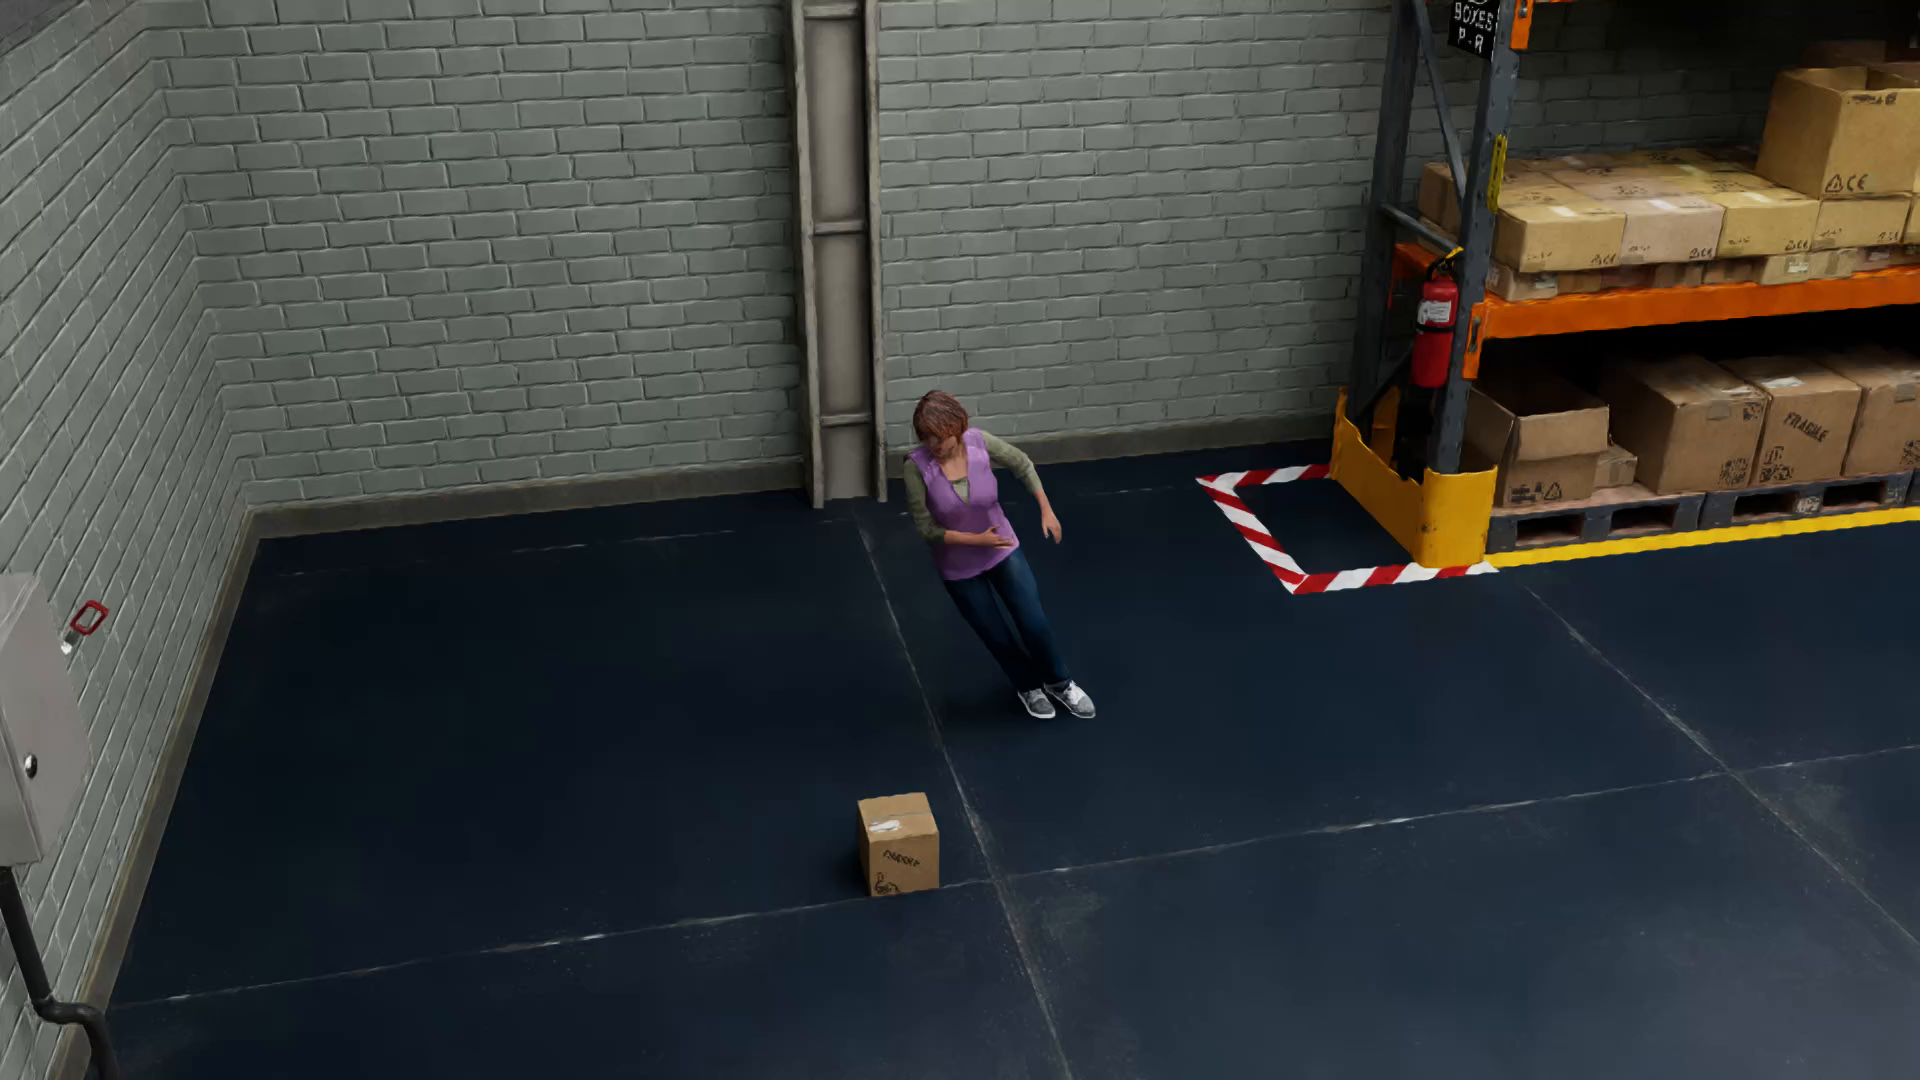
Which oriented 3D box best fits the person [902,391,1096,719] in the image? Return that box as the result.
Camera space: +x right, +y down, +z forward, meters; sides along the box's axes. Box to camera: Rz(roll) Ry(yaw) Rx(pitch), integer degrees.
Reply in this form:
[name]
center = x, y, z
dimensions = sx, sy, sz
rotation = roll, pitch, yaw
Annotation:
[person]
center = 0.178, 0.098, 6.553
dimensions = 0.783, 1.486, 0.500
rotation = -8, 28, -14
